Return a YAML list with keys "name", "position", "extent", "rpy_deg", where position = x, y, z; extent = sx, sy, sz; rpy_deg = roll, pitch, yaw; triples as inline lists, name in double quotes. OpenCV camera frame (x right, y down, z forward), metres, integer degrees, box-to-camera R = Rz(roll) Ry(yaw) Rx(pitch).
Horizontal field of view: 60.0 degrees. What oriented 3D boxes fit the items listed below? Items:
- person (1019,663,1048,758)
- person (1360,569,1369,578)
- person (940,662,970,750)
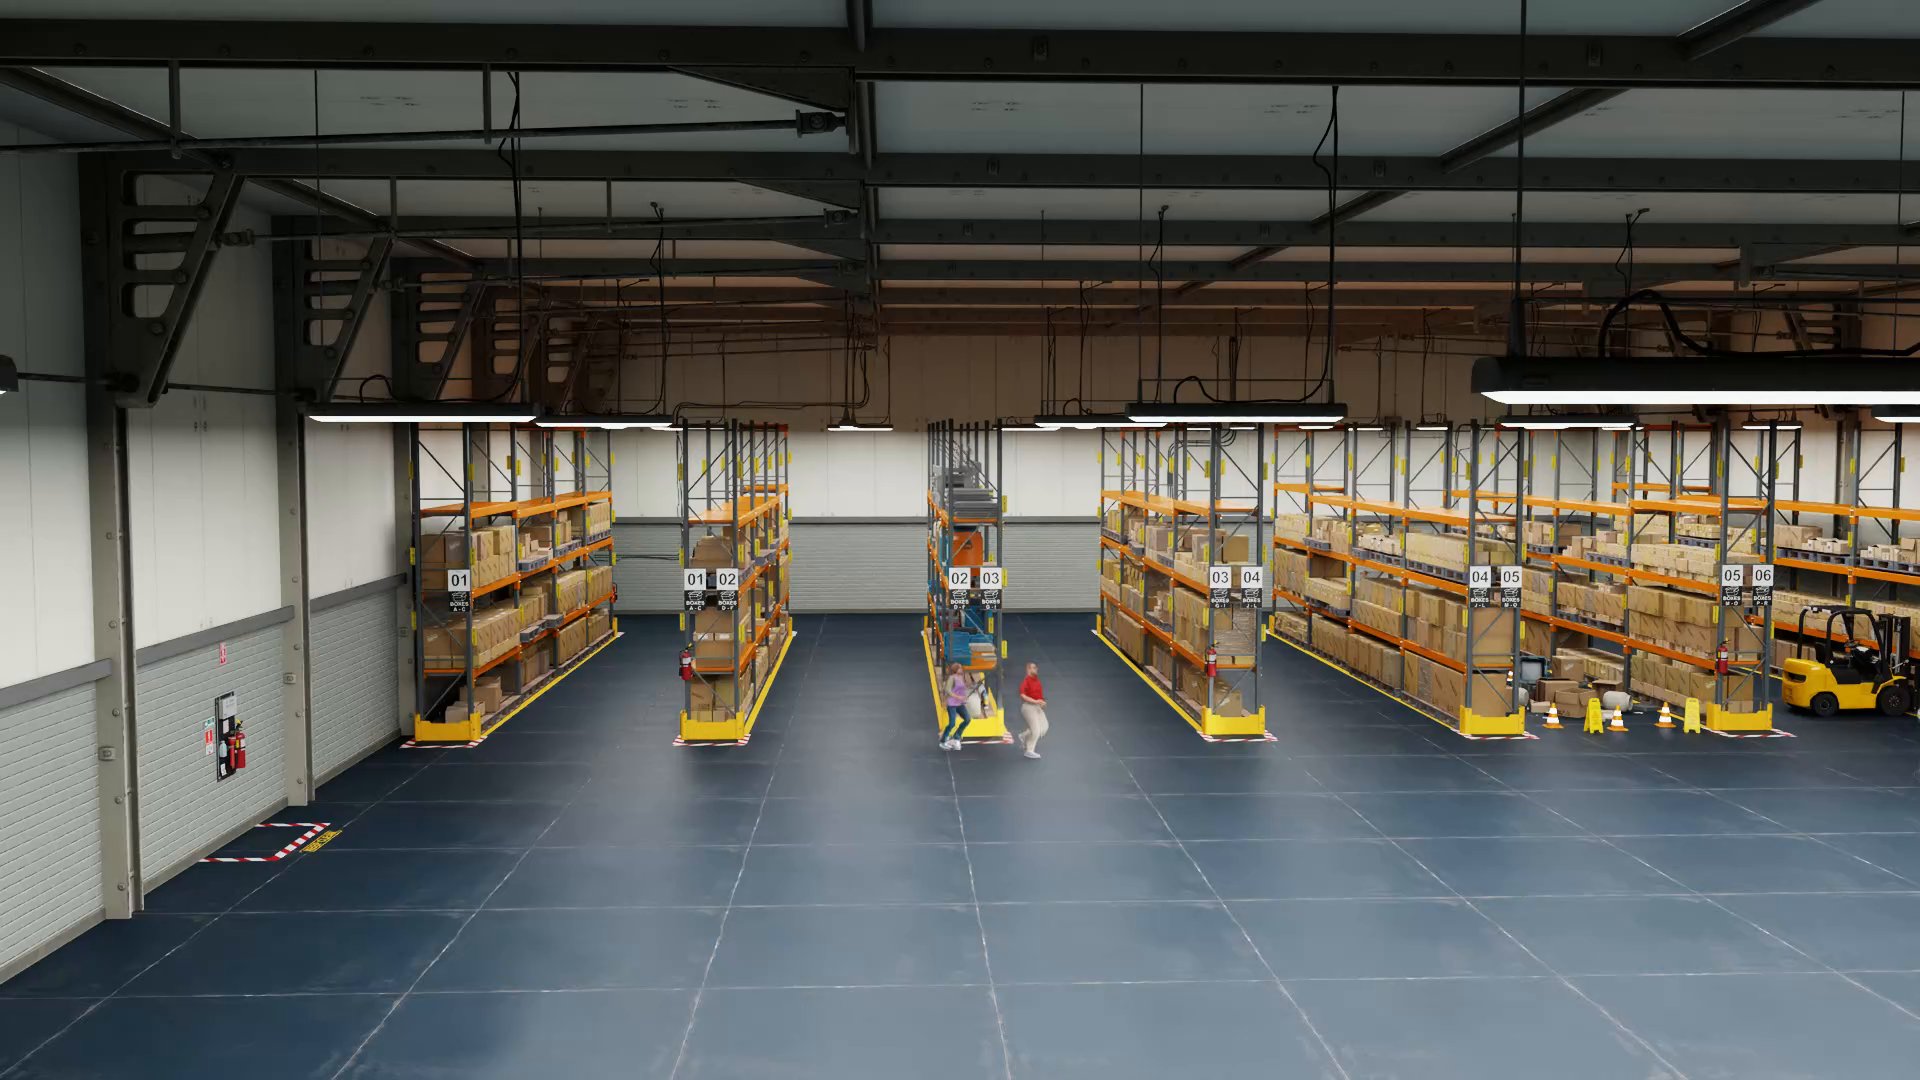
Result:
- name: "person"
  position: [1.280, 3.000, 29.391]
  extent: [0.623, 1.682, 0.682]
  rpy_deg: [2, 4, 29]
- name: "person"
  position: [11.946, 1.710, 49.276]
  extent: [0.608, 1.728, 0.649]
  rpy_deg: [0, 4, 0]
- name: "person"
  position: [-0.056, 3.000, 30.100]
  extent: [0.574, 1.562, 0.552]
  rpy_deg: [3, 5, 42]
